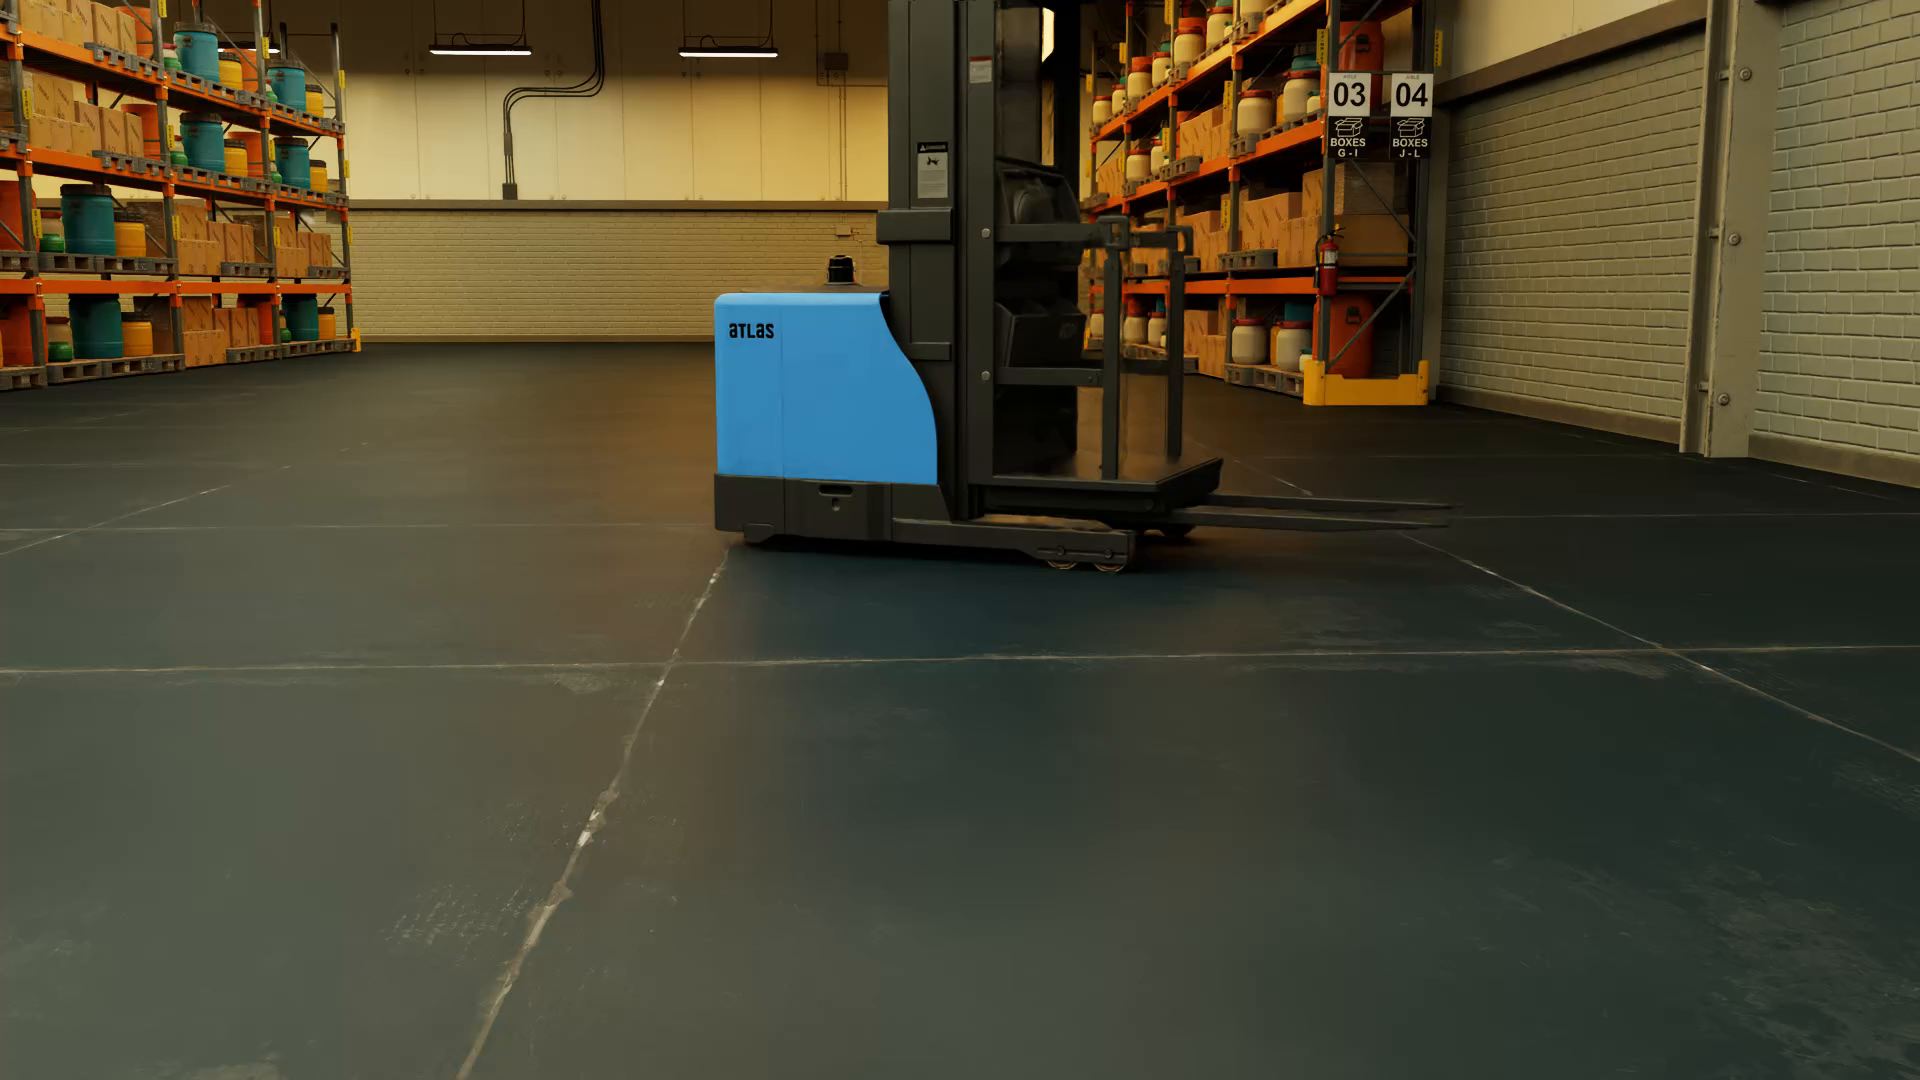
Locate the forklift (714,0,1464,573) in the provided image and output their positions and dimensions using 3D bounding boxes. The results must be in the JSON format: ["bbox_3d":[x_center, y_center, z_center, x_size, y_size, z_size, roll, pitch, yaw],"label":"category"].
[{"bbox_3d":[0.517,-1.409,6.822,3.031,2.935,1.130,3,9,22],"label":"forklift"}]
